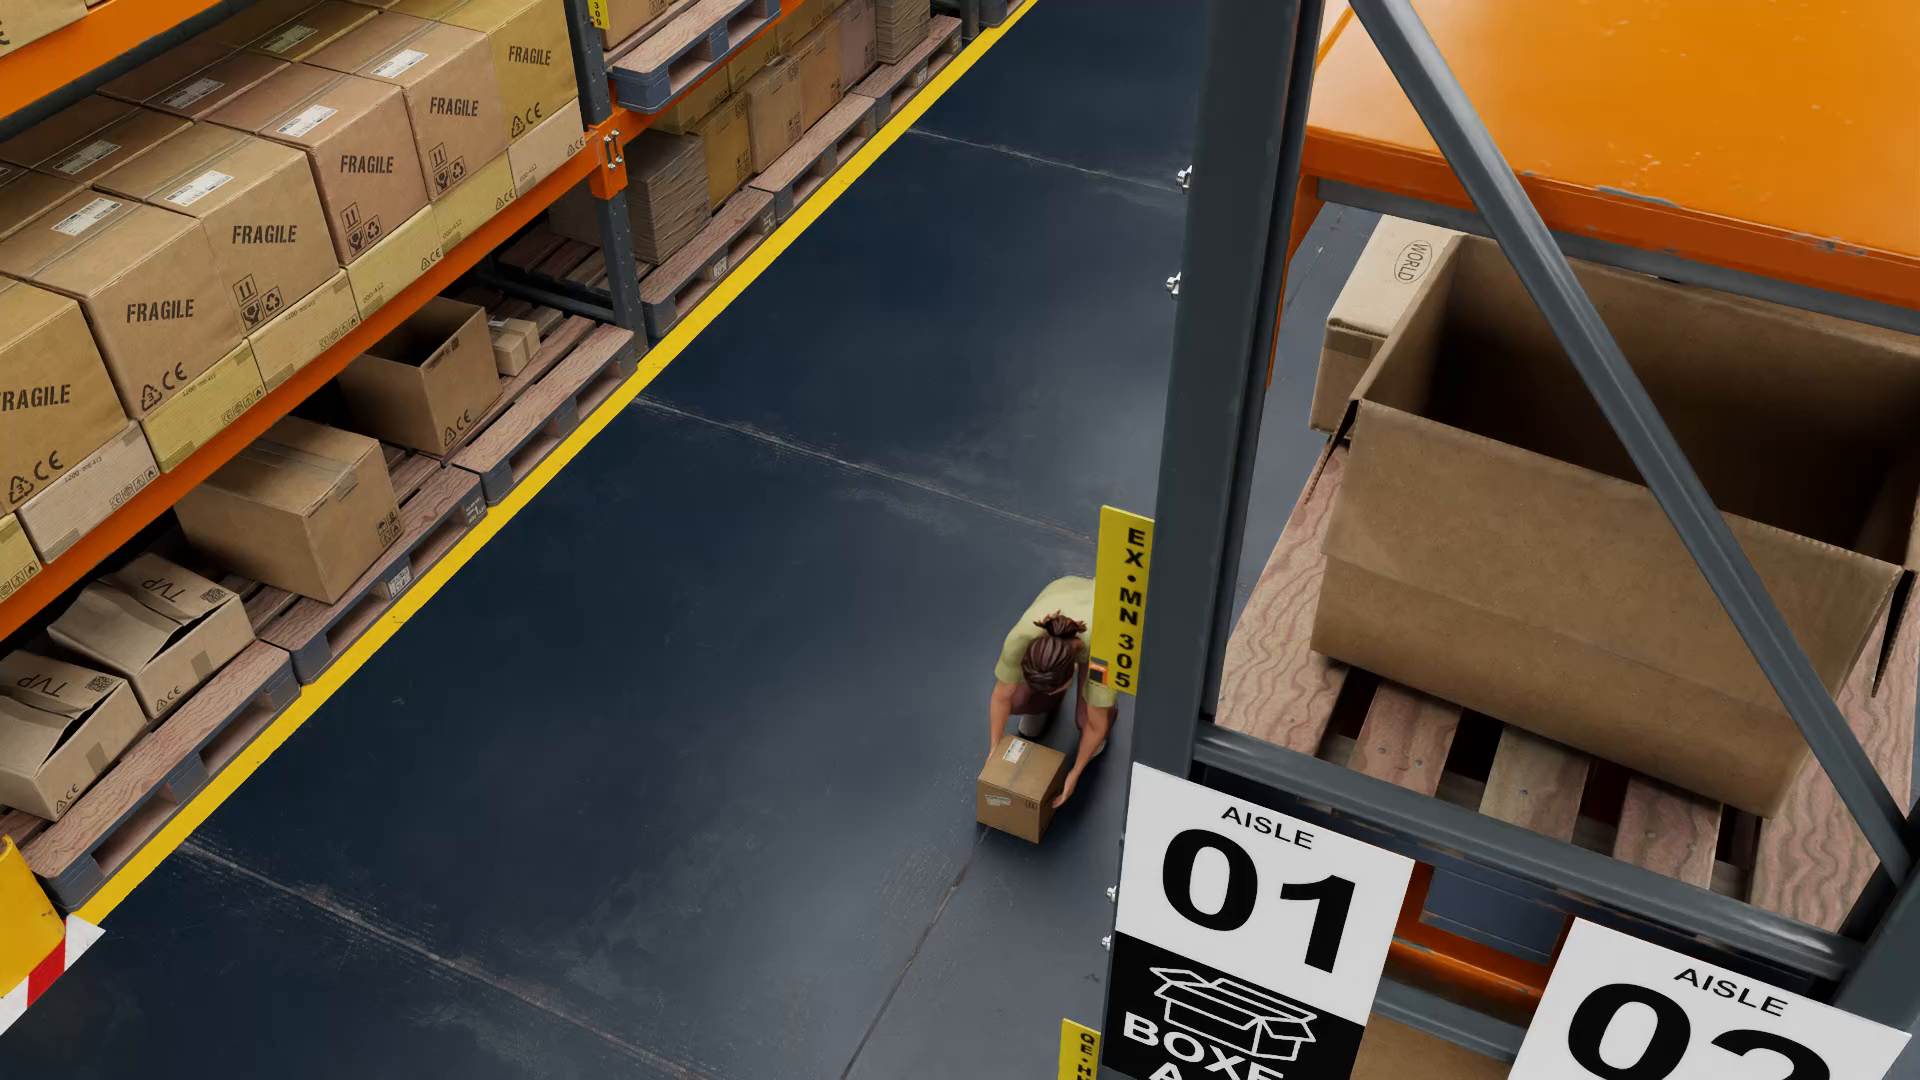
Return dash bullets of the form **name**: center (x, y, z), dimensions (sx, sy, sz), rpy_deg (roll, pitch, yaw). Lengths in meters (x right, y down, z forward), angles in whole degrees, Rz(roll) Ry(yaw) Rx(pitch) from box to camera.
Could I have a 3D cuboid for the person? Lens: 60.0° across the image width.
- **person**: center (0.398, 0.489, 6.222), dimensions (0.487, 0.873, 0.801), rpy_deg (17, 45, 18)
